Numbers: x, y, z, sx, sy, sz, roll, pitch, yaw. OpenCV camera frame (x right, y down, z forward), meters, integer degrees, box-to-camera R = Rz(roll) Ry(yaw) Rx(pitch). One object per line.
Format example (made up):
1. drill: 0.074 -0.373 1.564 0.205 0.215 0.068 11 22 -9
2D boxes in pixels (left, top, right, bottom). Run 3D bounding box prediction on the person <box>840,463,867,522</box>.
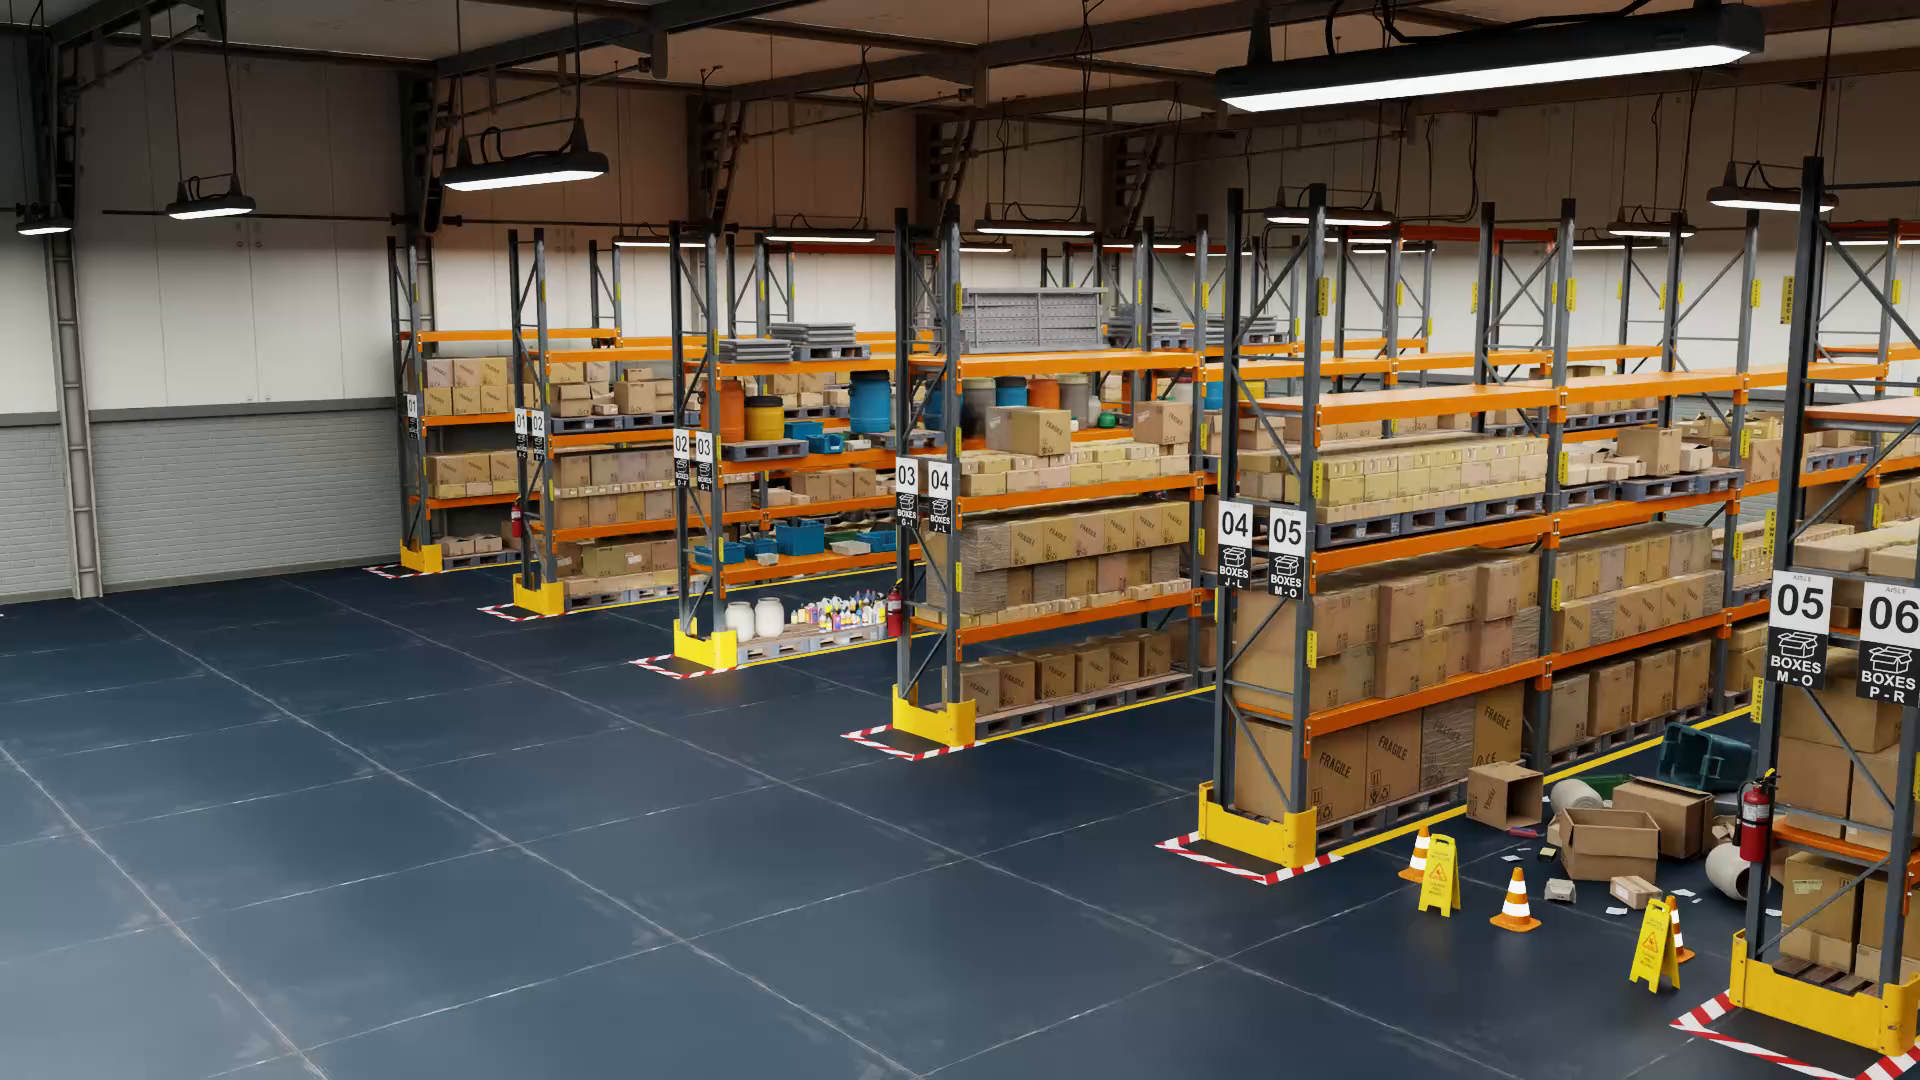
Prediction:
1. person: -2.135 -0.840 33.827 0.491 1.706 0.802 7 11 39
